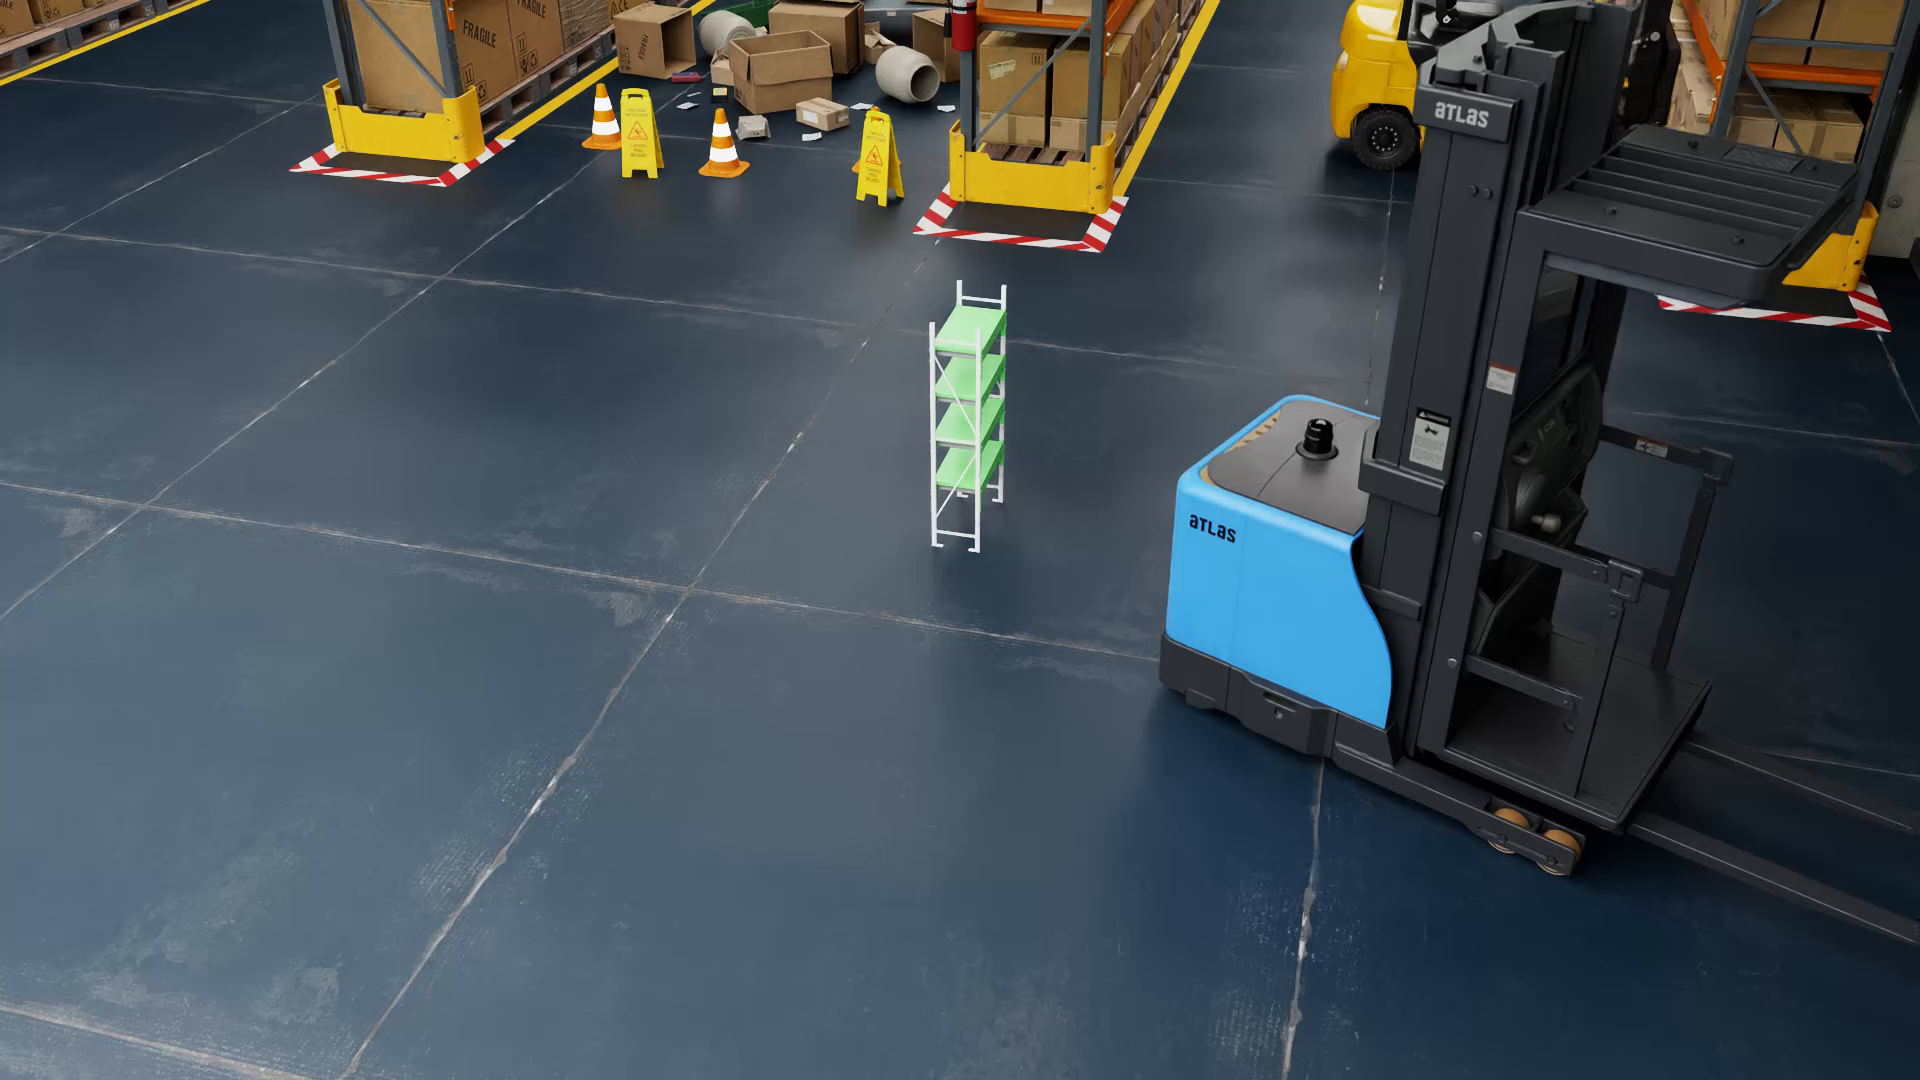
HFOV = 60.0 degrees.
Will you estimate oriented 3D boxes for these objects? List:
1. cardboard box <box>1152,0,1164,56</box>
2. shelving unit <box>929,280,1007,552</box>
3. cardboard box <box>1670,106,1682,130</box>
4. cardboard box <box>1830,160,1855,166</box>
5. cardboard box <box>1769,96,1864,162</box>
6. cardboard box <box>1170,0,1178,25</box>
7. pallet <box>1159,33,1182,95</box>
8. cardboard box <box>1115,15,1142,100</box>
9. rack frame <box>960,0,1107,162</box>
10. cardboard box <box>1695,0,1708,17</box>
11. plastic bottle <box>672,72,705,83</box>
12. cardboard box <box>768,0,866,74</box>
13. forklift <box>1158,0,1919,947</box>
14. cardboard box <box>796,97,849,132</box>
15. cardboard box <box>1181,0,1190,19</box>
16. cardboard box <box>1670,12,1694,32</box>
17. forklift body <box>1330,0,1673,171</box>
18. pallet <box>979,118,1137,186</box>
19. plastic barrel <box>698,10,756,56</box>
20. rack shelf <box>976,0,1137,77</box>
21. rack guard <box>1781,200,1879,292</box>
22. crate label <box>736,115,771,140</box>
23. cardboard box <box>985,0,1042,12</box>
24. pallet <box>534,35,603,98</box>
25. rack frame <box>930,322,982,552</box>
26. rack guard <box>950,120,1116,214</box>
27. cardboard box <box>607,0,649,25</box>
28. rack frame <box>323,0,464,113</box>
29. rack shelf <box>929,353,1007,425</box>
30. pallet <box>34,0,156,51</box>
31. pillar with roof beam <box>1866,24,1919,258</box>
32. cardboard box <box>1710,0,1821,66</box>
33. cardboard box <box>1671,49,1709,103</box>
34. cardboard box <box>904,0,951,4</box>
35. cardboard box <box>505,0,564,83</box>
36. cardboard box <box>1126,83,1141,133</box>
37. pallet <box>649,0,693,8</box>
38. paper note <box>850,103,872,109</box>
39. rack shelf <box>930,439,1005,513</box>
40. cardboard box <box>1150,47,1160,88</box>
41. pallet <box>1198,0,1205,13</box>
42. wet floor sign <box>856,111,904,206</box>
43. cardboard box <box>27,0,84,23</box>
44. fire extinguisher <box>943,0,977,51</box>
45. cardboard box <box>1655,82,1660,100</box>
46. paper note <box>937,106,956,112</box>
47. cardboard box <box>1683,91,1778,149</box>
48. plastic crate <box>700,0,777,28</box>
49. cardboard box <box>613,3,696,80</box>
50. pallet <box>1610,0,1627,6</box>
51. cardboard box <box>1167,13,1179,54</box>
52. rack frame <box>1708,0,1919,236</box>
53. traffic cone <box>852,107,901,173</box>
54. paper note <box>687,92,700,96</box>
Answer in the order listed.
[{"bbox_3d":[1.369,-4.261,13.629,0.500,0.500,0.500,10,34,15],"label":"cardboard box"},{"bbox_3d":[0.042,-0.592,8.063,0.258,1.200,0.503,8,33,12],"label":"shelving unit"},{"bbox_3d":[5.261,-2.832,11.615,0.500,0.250,0.500,8,33,12],"label":"cardboard box"},{"bbox_3d":[5.623,-2.494,11.083,0.500,0.250,0.500,9,33,13],"label":"cardboard box"},{"bbox_3d":[5.608,-2.713,10.961,0.500,0.250,0.500,8,33,12],"label":"cardboard box"},{"bbox_3d":[1.625,-4.790,14.461,0.500,0.500,0.500,8,33,12],"label":"cardboard box"},{"bbox_3d":[1.379,-4.270,14.770,1.003,0.211,1.213,8,33,12],"label":"pallet"},{"bbox_3d":[1.107,-3.723,12.783,0.500,0.500,0.500,7,33,11],"label":"cardboard box"},{"bbox_3d":[0.500,-3.725,11.313,1.000,3.000,0.127,8,33,12],"label":"rack frame"},{"bbox_3d":[5.444,-3.918,11.524,0.500,0.500,0.500,7,33,11],"label":"cardboard box"},{"bbox_3d":[-2.378,-4.054,14.569,0.283,0.061,0.133,-3,33,-4],"label":"plastic bottle"},{"bbox_3d":[-1.273,-4.471,14.687,0.797,0.637,0.503,8,33,12],"label":"cardboard box"},{"bbox_3d":[2.332,-0.300,5.989,3.031,2.935,1.130,23,39,31],"label":"forklift"},{"bbox_3d":[-1.121,-3.476,13.580,0.380,0.149,0.250,28,42,36],"label":"cardboard box"},{"bbox_3d":[1.646,-5.141,15.599,0.950,0.372,0.625,8,33,13],"label":"cardboard box"},{"bbox_3d":[5.637,-3.833,12.723,0.500,0.250,0.500,9,34,14],"label":"cardboard box"},{"bbox_3d":[4.019,-3.925,12.419,2.313,2.155,1.214,8,33,12],"label":"forklift body"},{"bbox_3d":[0.760,-3.004,12.779,1.003,0.211,1.213,8,33,12],"label":"pallet"},{"bbox_3d":[-2.102,-4.537,14.992,0.421,0.421,0.512,-21,38,-29],"label":"plastic barrel"},{"bbox_3d":[1.008,-4.459,13.138,1.077,0.370,4.000,8,33,12],"label":"rack shelf"},{"bbox_3d":[5.297,-1.983,10.904,1.175,0.500,0.348,8,33,12],"label":"rack guard"},{"bbox_3d":[-1.659,-3.306,13.323,0.250,0.136,0.298,-8,33,-13],"label":"crate label"},{"bbox_3d":[0.388,-3.842,11.731,0.380,0.149,0.250,9,34,14],"label":"cardboard box"},{"bbox_3d":[-3.874,-4.226,14.701,1.003,0.211,1.213,8,33,12],"label":"pallet"},{"bbox_3d":[-0.020,-0.466,7.864,0.240,1.200,0.015,8,33,12],"label":"rack frame"},{"bbox_3d":[0.520,-2.709,12.046,1.175,0.500,0.348,8,33,12],"label":"rack guard"},{"bbox_3d":[-3.525,-5.386,15.515,0.875,0.875,0.875,9,33,13],"label":"cardboard box"},{"bbox_3d":[-4.313,-4.346,12.290,1.000,3.000,0.127,8,33,12],"label":"rack frame"},{"bbox_3d":[0.042,-0.741,7.969,0.258,0.148,0.480,8,33,12],"label":"rack shelf"},{"bbox_3d":[-8.514,-4.984,15.894,1.003,0.211,1.213,8,33,12],"label":"pallet"},{"bbox_3d":[2.187,-6.407,9.941,9.100,9.000,0.400,8,33,12],"label":"pillar with roof beam"},{"bbox_3d":[5.173,-3.384,10.684,0.500,0.500,0.500,7,33,11],"label":"cardboard box"},{"bbox_3d":[5.360,-3.300,11.884,0.500,0.250,0.500,8,33,13],"label":"cardboard box"},{"bbox_3d":[-0.214,-5.292,15.402,0.500,0.500,0.500,8,33,12],"label":"cardboard box"},{"bbox_3d":[-3.984,-4.444,14.034,0.875,0.875,0.875,8,33,12],"label":"cardboard box"},{"bbox_3d":[1.110,-3.386,12.952,0.500,0.250,0.500,9,34,14],"label":"cardboard box"},{"bbox_3d":[-3.175,-5.656,16.950,1.003,0.211,1.213,8,33,12],"label":"pallet"},{"bbox_3d":[-0.824,-3.649,13.972,0.148,0.019,0.142,20,38,29],"label":"paper note"},{"bbox_3d":[0.042,-0.336,8.226,0.258,0.148,0.480,8,33,12],"label":"rack shelf"},{"bbox_3d":[1.367,-3.933,13.812,0.500,0.250,0.500,9,33,13],"label":"cardboard box"},{"bbox_3d":[2.019,-5.663,16.961,1.003,0.211,1.213,8,33,12],"label":"pallet"},{"bbox_3d":[-0.583,-2.778,12.019,0.267,0.644,0.232,20,38,29],"label":"wet floor sign"},{"bbox_3d":[-8.615,-5.155,15.502,0.500,0.500,0.500,11,34,17],"label":"cardboard box"},{"bbox_3d":[0.026,-3.695,11.339,0.296,0.674,0.183,8,33,12],"label":"fire extinguisher"},{"bbox_3d":[5.503,-3.362,12.449,0.500,0.250,0.500,8,33,12],"label":"cardboard box"},{"bbox_3d":[-0.112,-3.618,13.912,0.142,0.019,0.148,-3,33,-4],"label":"paper note"},{"bbox_3d":[5.118,-2.771,11.052,0.500,0.250,0.500,9,34,14],"label":"cardboard box"},{"bbox_3d":[-2.075,-4.991,15.872,0.662,0.188,0.450,-28,32,-37],"label":"plastic crate"},{"bbox_3d":[-2.699,-4.423,14.739,0.500,0.500,0.500,14,35,21],"label":"cardboard box"},{"bbox_3d":[6.775,-4.972,15.875,1.003,0.211,1.213,8,33,12],"label":"pallet"},{"bbox_3d":[1.626,-4.474,14.663,0.500,0.250,0.500,10,34,15],"label":"cardboard box"},{"bbox_3d":[5.303,-3.051,10.253,1.000,3.000,0.127,8,33,12],"label":"rack frame"},{"bbox_3d":[-0.638,-3.053,12.621,0.336,0.463,0.334,8,33,12],"label":"traffic cone"},{"bbox_3d":[-2.279,-3.819,14.248,0.032,0.001,0.123,28,42,36],"label":"paper note"}]
